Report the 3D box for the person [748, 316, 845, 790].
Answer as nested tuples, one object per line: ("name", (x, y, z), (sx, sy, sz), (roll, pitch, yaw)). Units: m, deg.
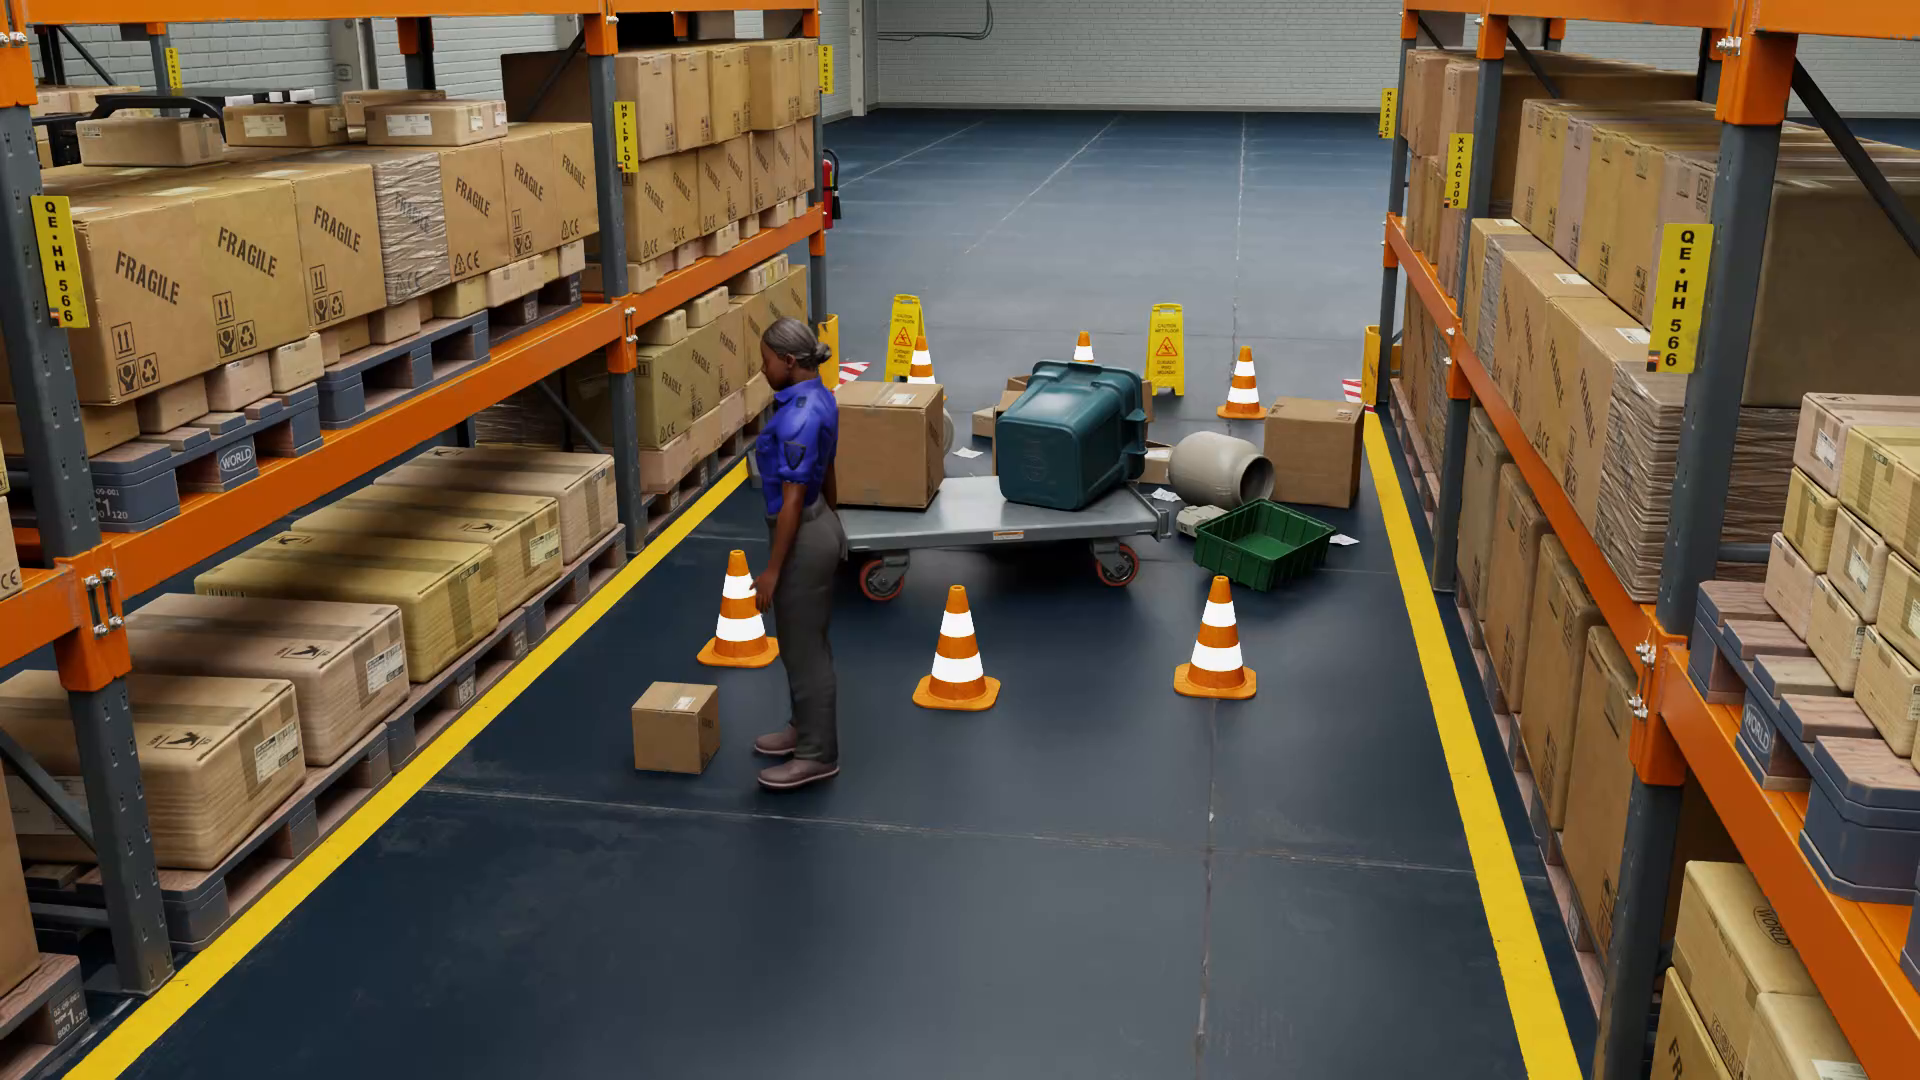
("person", (-0.598, 0.050, 5.858), (0.370, 1.675, 0.543), (1, 18, 2))
